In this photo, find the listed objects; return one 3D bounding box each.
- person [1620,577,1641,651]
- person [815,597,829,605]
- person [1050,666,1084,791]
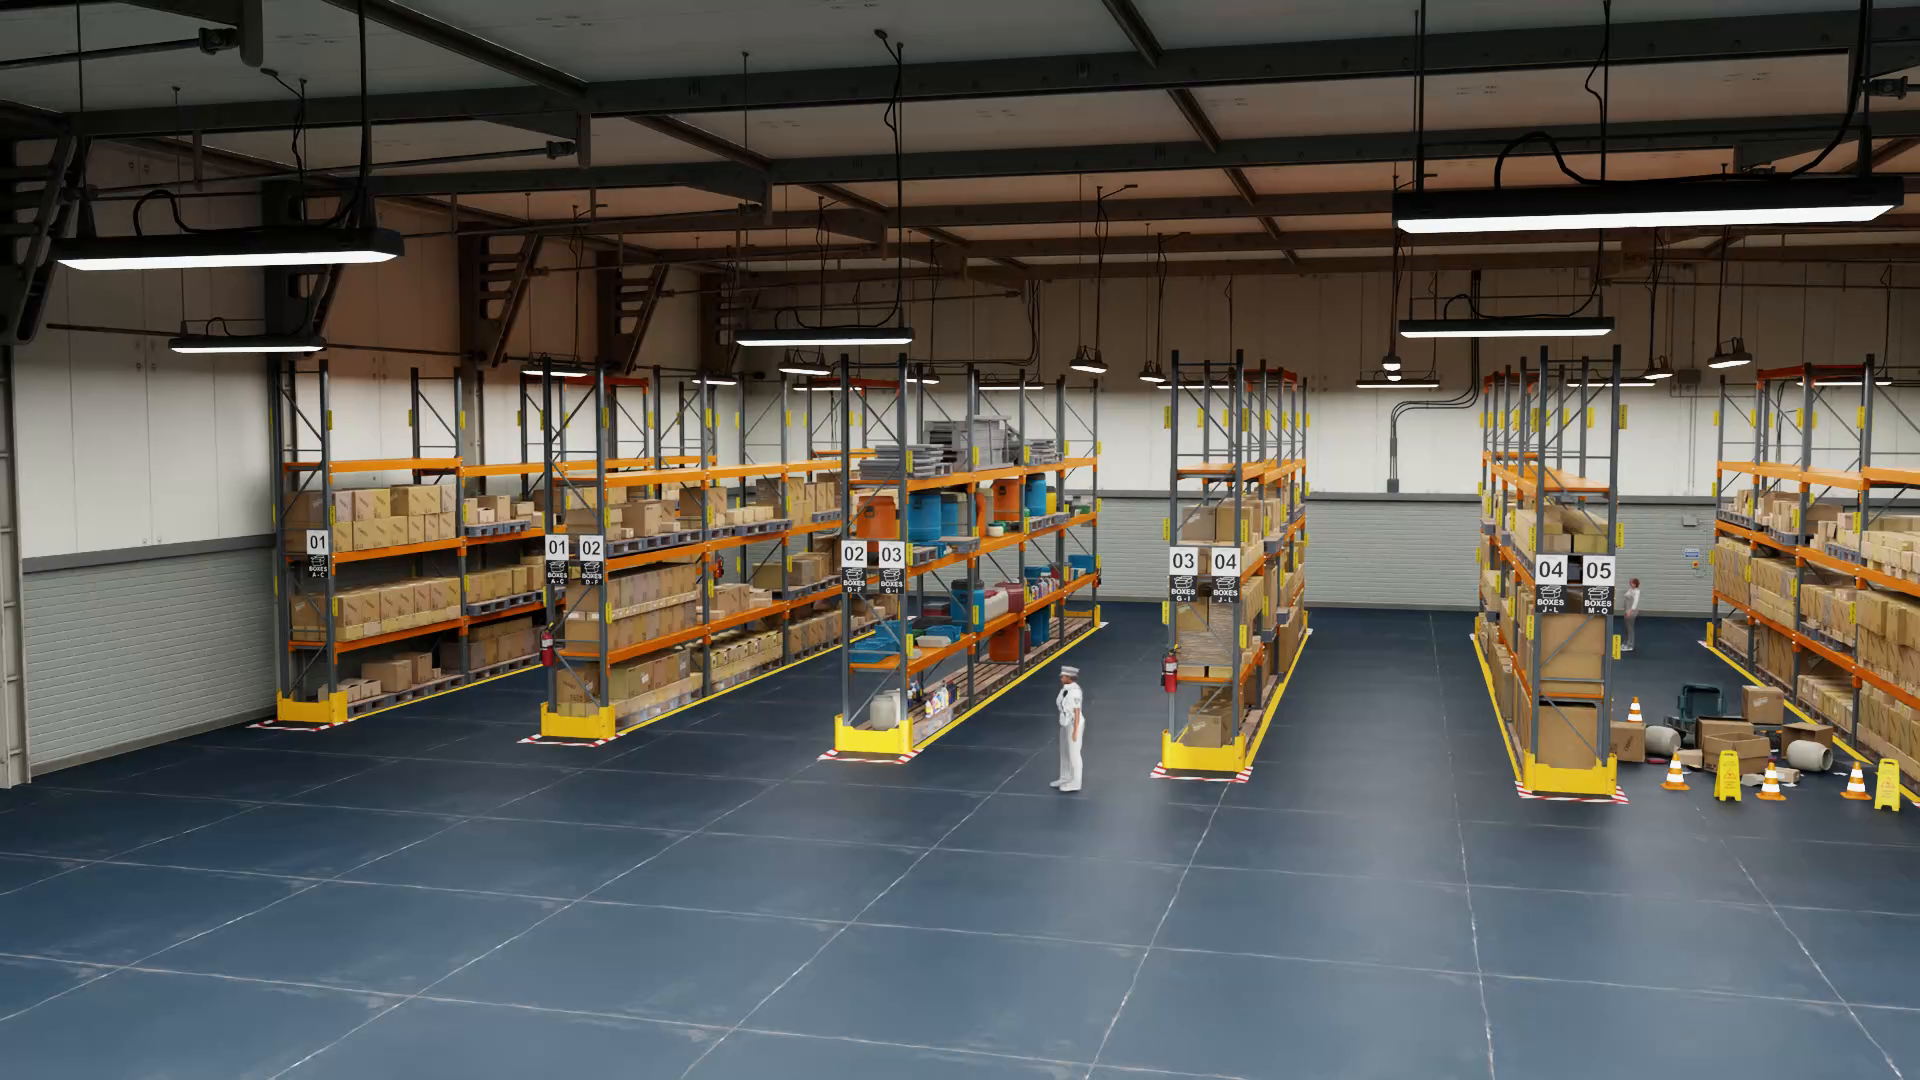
[{"bbox_3d":[14.524,1.613,36.089,0.437,1.606,0.487,1,4,14],"label":"person"},{"bbox_3d":[-3.486,1.111,42.221,0.490,1.670,0.498,1,4,18],"label":"person"},{"bbox_3d":[1.461,2.537,22.537,0.414,1.677,0.503,-1,4,-17],"label":"person"}]
